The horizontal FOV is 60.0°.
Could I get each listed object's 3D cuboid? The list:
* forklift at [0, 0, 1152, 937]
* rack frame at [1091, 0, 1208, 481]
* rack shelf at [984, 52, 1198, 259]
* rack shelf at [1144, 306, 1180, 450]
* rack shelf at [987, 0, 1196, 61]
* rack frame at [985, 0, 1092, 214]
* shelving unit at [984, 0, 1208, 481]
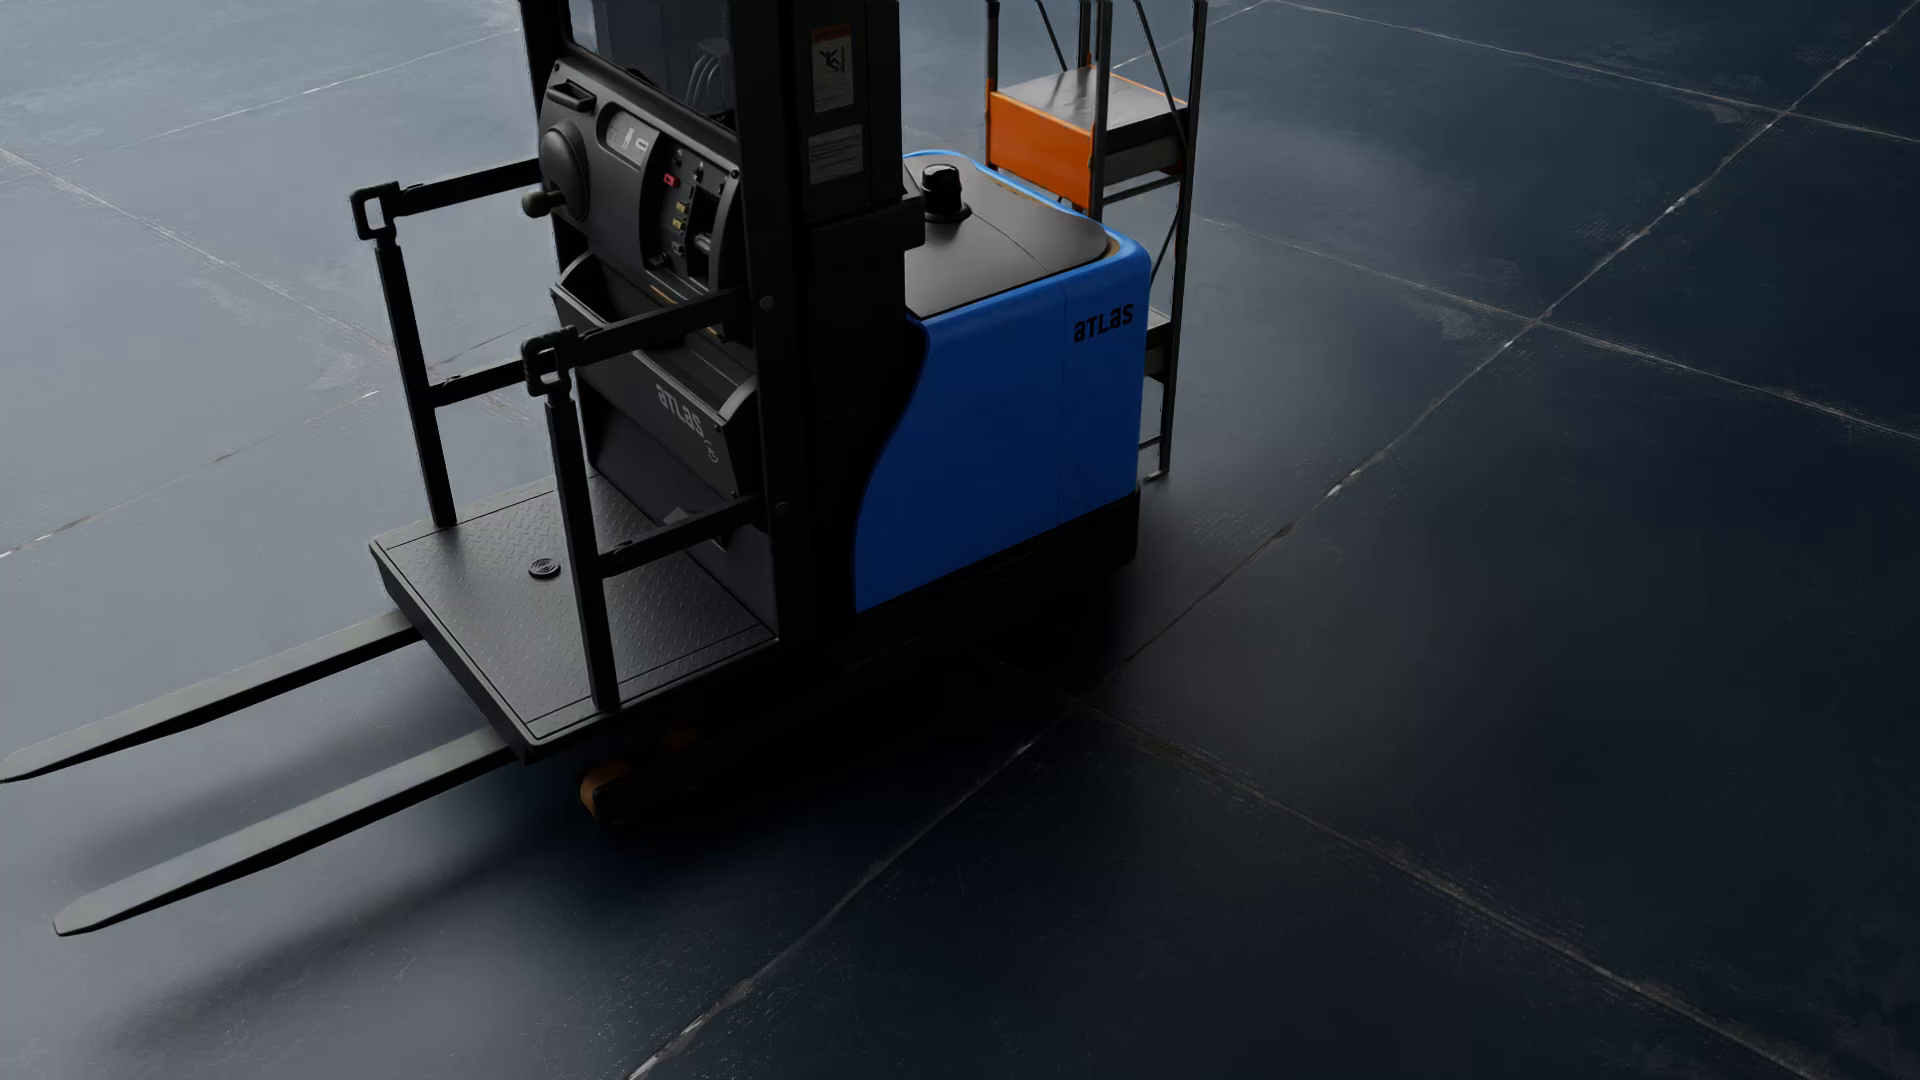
[{"bbox_3d":[-0.945,-0.831,3.871,3.031,2.935,1.130,-23,41,-30],"label":"forklift"},{"bbox_3d":[0.539,-1.028,4.892,0.400,2.100,0.015,-24,41,-30],"label":"rack frame"},{"bbox_3d":[0.389,-1.126,5.058,0.431,0.518,0.480,-24,41,-30],"label":"rack shelf"},{"bbox_3d":[0.389,-0.549,5.455,0.431,0.518,0.480,-24,41,-30],"label":"rack shelf"},{"bbox_3d":[0.389,-1.703,4.662,0.431,0.518,0.480,-24,41,-30],"label":"rack shelf"},{"bbox_3d":[0.240,-1.246,5.210,0.400,2.100,0.015,-24,41,-30],"label":"rack frame"},{"bbox_3d":[0.389,-1.137,5.051,0.431,2.100,0.503,-24,41,-30],"label":"shelving unit"}]
